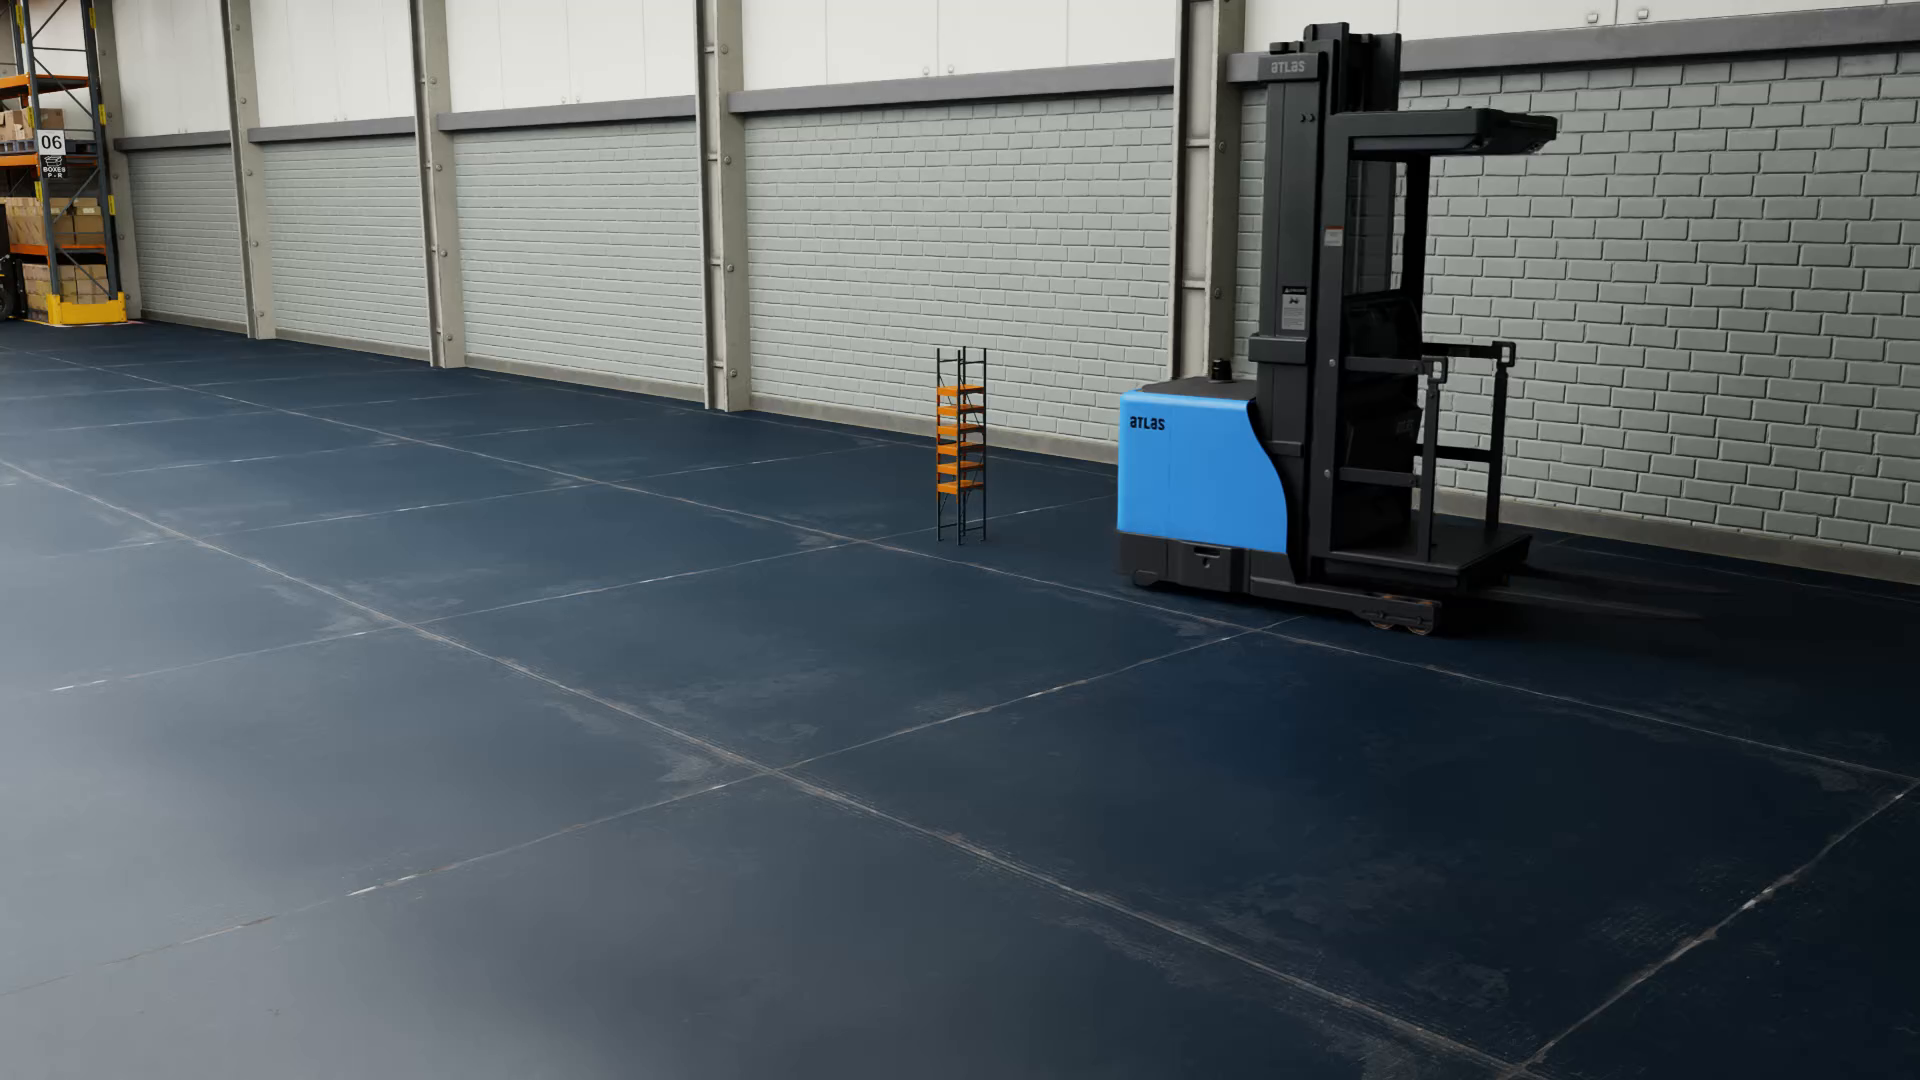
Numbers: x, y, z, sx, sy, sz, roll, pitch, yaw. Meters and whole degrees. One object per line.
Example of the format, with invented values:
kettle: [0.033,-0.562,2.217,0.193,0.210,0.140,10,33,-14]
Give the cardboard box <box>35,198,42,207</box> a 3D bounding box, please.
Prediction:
cardboard box: [-15.541,-5.766,28.372,0.380,0.149,0.250,-11,16,-42]

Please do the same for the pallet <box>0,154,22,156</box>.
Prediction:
pallet: [-17.103,-7.088,30.165,1.003,0.211,1.213,-11,16,-43]

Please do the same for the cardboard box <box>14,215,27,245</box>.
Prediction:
cardboard box: [-16.184,-5.435,29.110,0.500,0.500,0.500,-11,16,-44]

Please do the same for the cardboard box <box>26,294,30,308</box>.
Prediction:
cardboard box: [-16.177,-4.231,29.286,0.500,0.250,0.500,-11,16,-42]

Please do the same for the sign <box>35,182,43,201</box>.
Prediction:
sign: [-15.351,-5.808,27.714,0.100,0.325,0.005,-11,16,-43]

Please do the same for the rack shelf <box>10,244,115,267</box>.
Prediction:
rack shelf: [-16.330,-5.138,29.702,1.077,0.370,4.000,-11,16,-43]

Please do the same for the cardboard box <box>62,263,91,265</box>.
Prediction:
cardboard box: [-15.491,-4.717,29.167,0.500,0.250,0.500,-11,16,-42]

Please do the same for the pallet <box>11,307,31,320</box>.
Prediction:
pallet: [-16.345,-4.117,29.871,1.003,0.211,1.213,-11,16,-43]

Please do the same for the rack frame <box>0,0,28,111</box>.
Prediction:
rack frame: [-17.711,-8.721,30.441,1.000,3.000,0.127,-11,16,-43]

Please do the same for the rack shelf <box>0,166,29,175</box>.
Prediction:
rack shelf: [-19.092,-7.191,32.233,1.077,0.370,4.000,-11,16,-43]

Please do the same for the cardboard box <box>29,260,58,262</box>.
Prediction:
cardboard box: [-16.870,-5.015,30.614,0.500,0.250,0.500,-11,16,-43]

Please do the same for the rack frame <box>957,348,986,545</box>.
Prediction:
rack frame: [0.073,-0.572,10.215,0.240,1.200,0.006,-11,16,-43]

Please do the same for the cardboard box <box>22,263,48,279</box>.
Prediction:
cardboard box: [-16.205,-4.717,29.170,0.500,0.250,0.500,-11,16,-42]

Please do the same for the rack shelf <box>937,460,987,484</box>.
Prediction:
rack shelf: [0.010,-0.424,10.313,0.258,0.103,0.180,-11,16,-43]

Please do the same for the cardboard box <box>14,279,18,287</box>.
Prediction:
cardboard box: [-16.564,-4.551,29.601,0.500,0.250,0.500,-11,16,-43]

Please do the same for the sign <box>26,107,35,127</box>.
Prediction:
sign: [-15.351,-6.989,27.471,0.100,0.325,0.005,-11,16,-43]

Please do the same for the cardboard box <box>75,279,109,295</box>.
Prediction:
cardboard box: [-15.123,-4.400,28.871,0.500,0.250,0.500,-11,16,-42]

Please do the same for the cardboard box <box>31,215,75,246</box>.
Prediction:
cardboard box: [-15.478,-5.283,28.373,0.500,0.500,0.500,-11,16,-44]

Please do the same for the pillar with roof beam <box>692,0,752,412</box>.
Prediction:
pillar with roof beam: [-5.461,-5.138,13.047,9.100,9.000,0.400,-11,16,-43]

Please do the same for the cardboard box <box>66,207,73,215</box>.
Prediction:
cardboard box: [-15.212,-5.678,28.684,0.380,0.149,0.250,-11,16,-43]

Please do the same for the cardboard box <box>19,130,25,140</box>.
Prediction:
cardboard box: [-15.740,-6.878,28.264,0.250,0.149,0.380,11,16,44]

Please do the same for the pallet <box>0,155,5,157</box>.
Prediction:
pallet: [-18.329,-7.285,31.379,1.217,0.209,0.805,11,16,43]

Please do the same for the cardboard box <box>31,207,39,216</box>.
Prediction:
cardboard box: [-15.589,-5.610,28.354,0.380,0.149,0.250,-11,16,-42]

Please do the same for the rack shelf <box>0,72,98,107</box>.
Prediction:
rack shelf: [-16.330,-7.881,29.137,1.077,0.370,4.000,-11,16,-43]

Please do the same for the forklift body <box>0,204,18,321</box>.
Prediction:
forklift body: [-17.578,-4.806,28.407,2.313,2.155,1.214,-11,16,-43]

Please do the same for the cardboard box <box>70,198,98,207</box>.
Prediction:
cardboard box: [-15.026,-5.790,28.489,0.380,0.149,0.250,-11,16,-44]

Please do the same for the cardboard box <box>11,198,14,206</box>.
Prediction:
cardboard box: [-16.573,-5.996,29.490,0.380,0.149,0.250,-11,16,-42]

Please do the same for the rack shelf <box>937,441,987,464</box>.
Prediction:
rack shelf: [0.010,-0.542,10.289,0.258,0.103,0.180,-11,16,-43]

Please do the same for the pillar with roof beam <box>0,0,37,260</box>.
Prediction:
pillar with roof beam: [-22.035,-8.640,30.048,9.100,9.000,0.400,-11,16,-43]

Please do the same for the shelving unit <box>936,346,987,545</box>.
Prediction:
shelving unit: [0.010,-0.586,10.280,0.258,1.200,0.189,-11,16,-43]

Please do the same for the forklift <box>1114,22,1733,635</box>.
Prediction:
forklift: [2.341,-1.091,8.444,3.031,2.935,1.130,8,14,35]

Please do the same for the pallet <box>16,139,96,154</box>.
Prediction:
pallet: [-15.418,-6.732,28.437,1.003,0.211,1.213,-11,16,-43]

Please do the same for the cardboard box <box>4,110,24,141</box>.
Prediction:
cardboard box: [-16.066,-7.166,28.789,0.700,0.500,0.500,-11,16,-42]

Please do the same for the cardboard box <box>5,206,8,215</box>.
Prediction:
cardboard box: [-16.818,-5.875,29.640,0.250,0.149,0.380,11,16,43]

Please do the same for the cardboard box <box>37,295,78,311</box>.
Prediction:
cardboard box: [-15.502,-4.082,28.567,0.500,0.250,0.500,-11,16,-42]

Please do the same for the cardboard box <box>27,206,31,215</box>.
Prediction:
cardboard box: [-15.887,-5.694,28.762,0.380,0.149,0.250,-11,16,-43]

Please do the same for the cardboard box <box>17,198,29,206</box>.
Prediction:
cardboard box: [-16.120,-5.870,28.875,0.380,0.149,0.250,-10,16,-41]

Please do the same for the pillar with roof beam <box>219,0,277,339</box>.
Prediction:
pillar with roof beam: [-13.748,-6.889,21.548,9.100,9.000,0.400,-11,16,-43]

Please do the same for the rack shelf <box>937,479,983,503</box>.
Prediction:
rack shelf: [0.010,-0.307,10.338,0.258,0.103,0.180,-11,16,-43]

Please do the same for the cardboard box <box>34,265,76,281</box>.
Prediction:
cardboard box: [-15.492,-4.571,28.462,0.500,0.250,0.500,-10,15,-41]

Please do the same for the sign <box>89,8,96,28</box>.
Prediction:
sign: [-14.543,-8.749,27.868,0.100,0.325,0.005,-11,16,-43]

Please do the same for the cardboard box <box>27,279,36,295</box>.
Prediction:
cardboard box: [-15.849,-4.405,28.893,0.500,0.250,0.500,-11,16,-43]

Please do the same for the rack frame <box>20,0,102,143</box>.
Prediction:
rack frame: [-14.949,-8.137,27.607,1.000,3.000,0.127,-11,16,-43]

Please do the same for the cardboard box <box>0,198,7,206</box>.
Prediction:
cardboard box: [-16.975,-6.060,29.798,0.380,0.149,0.250,-11,16,-43]

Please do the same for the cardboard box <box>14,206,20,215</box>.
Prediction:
cardboard box: [-16.294,-5.761,29.085,0.380,0.149,0.250,-11,16,-42]

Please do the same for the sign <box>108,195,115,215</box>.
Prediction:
sign: [-14.543,-5.738,28.488,0.100,0.325,0.005,-11,16,-43]
